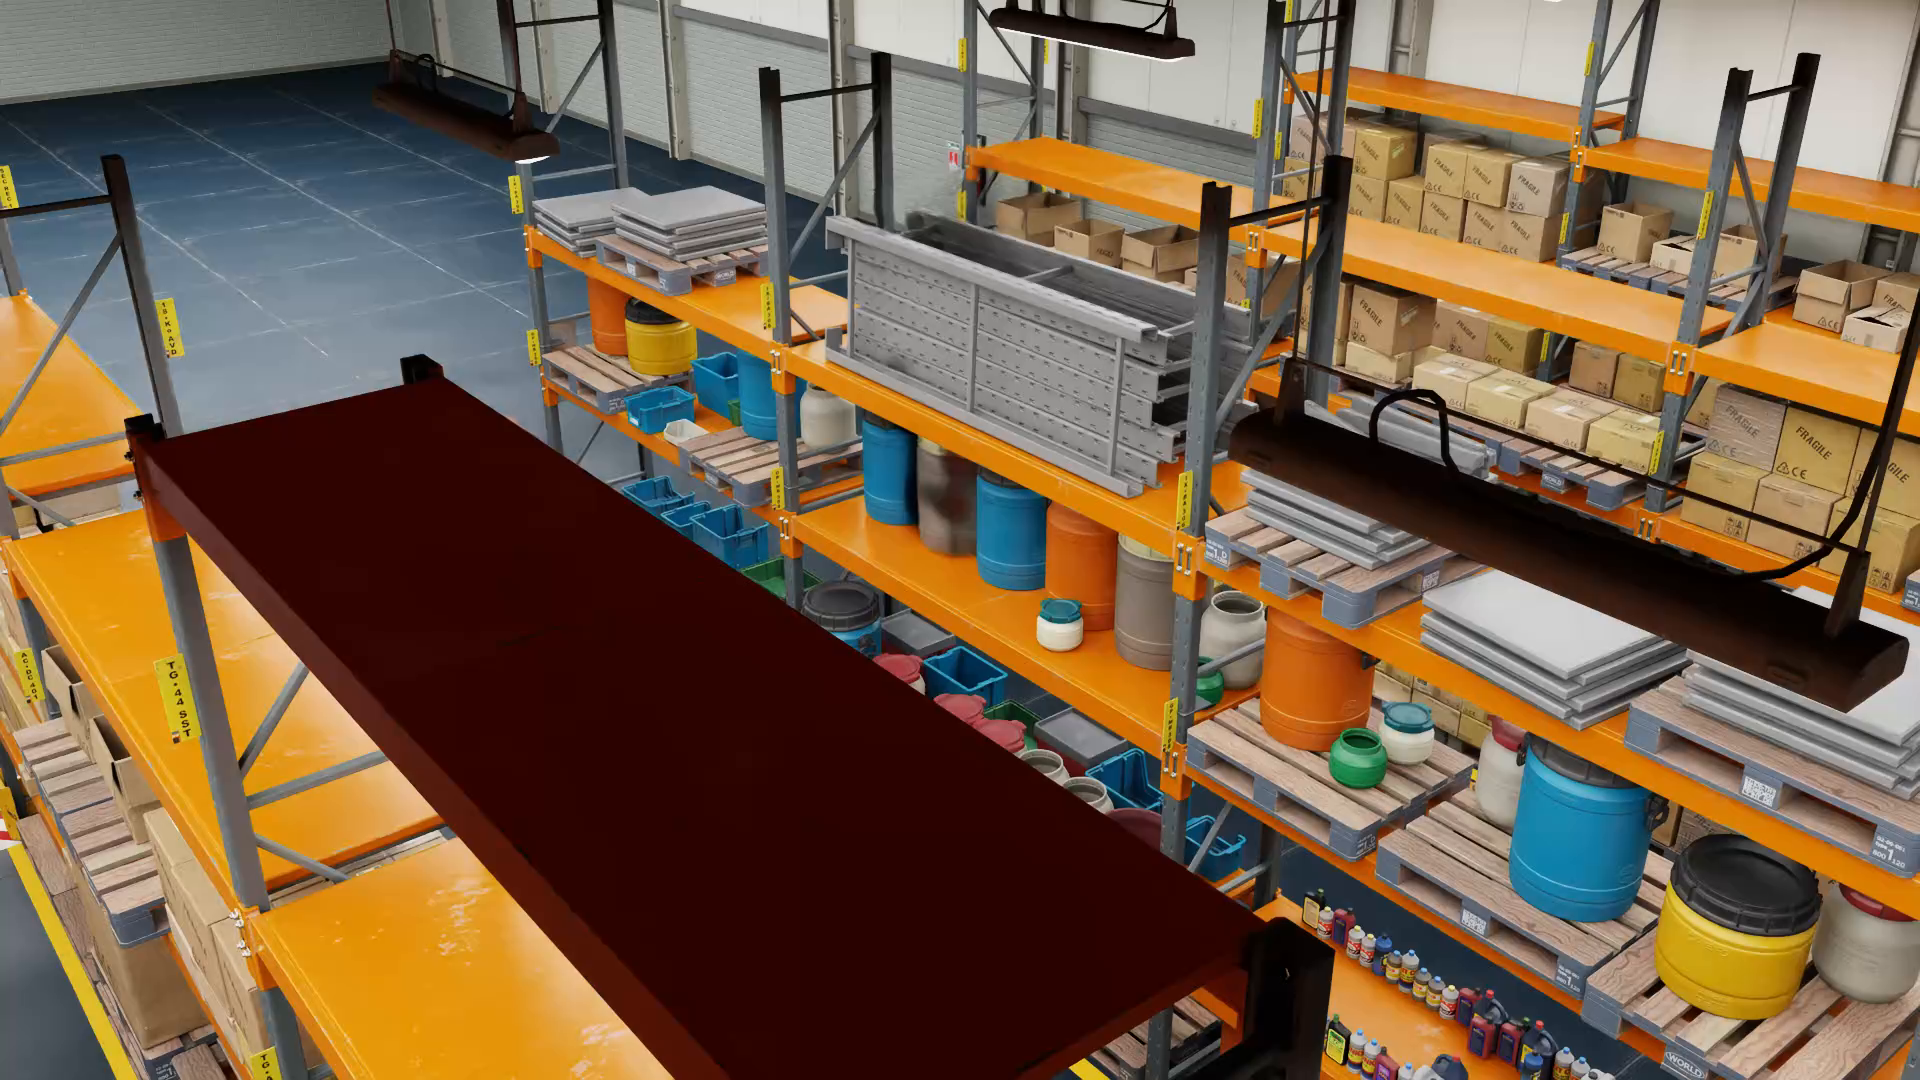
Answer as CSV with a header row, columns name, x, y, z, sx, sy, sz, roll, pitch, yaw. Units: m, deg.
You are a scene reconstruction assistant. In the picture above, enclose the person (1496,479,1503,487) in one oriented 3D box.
name,x,y,z,sx,sy,sz,roll,pitch,yaw
person,5.059,0.000,16.388,0.569,1.647,0.590,-22,34,-38
